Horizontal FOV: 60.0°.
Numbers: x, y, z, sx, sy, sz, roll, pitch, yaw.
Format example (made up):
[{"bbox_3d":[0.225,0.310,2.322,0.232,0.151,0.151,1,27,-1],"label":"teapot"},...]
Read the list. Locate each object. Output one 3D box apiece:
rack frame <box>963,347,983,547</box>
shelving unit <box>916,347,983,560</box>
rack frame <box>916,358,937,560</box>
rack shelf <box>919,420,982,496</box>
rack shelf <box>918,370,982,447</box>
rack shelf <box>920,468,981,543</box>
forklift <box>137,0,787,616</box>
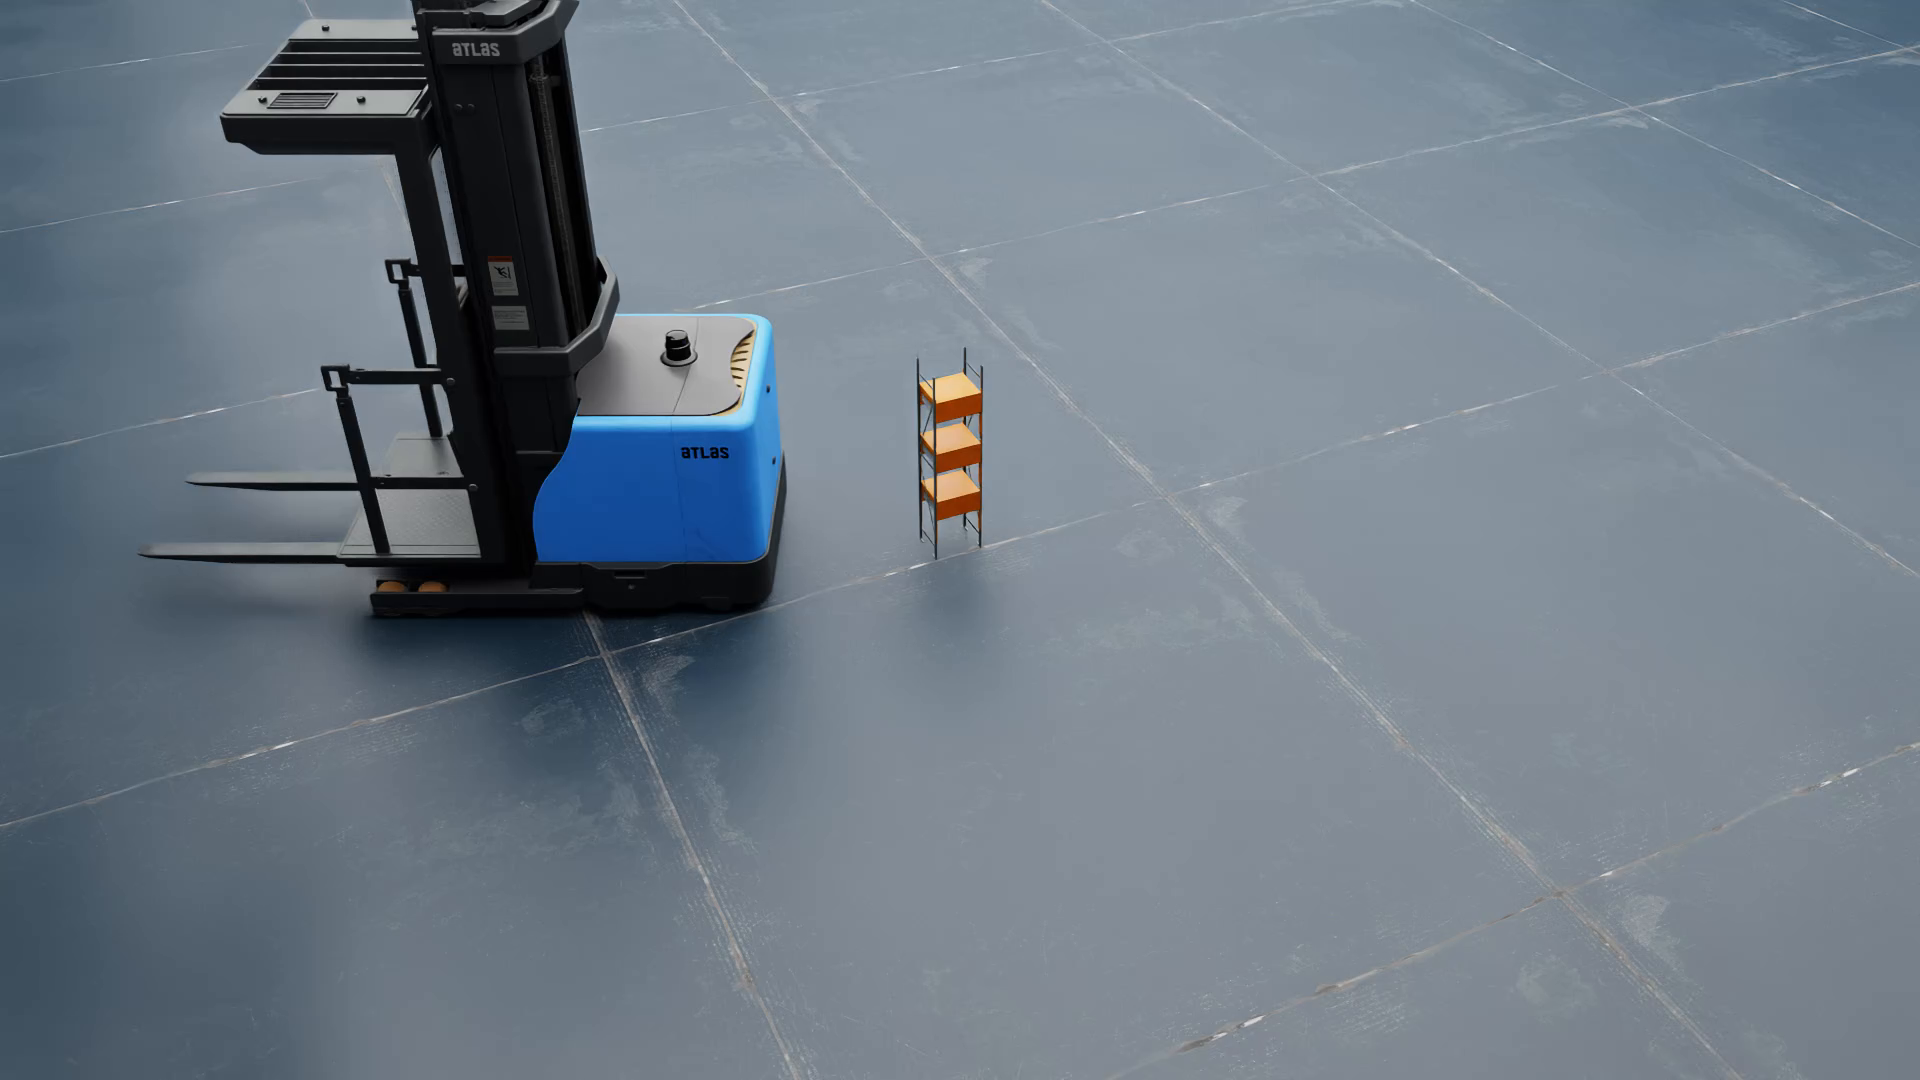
[{"bbox_3d":[0.062,-0.439,8.104,0.008,1.050,0.200,-16,39,-20],"label":"rack frame"},{"bbox_3d":[-0.048,-0.408,8.062,0.252,1.050,0.215,-16,39,-20],"label":"shelving unit"},{"bbox_3d":[-0.159,-0.377,8.020,0.008,1.050,0.200,-16,39,-20],"label":"rack frame"},{"bbox_3d":[-0.048,-0.400,8.068,0.240,0.259,0.215,-16,39,-20],"label":"rack shelf"},{"bbox_3d":[-0.048,-0.628,7.899,0.240,0.259,0.215,-16,39,-20],"label":"rack shelf"},{"bbox_3d":[-0.048,-0.176,8.234,0.240,0.259,0.215,-16,39,-20],"label":"rack shelf"},{"bbox_3d":[-2.413,-1.131,7.457,3.031,2.935,1.130,0,37,0],"label":"forklift"}]
